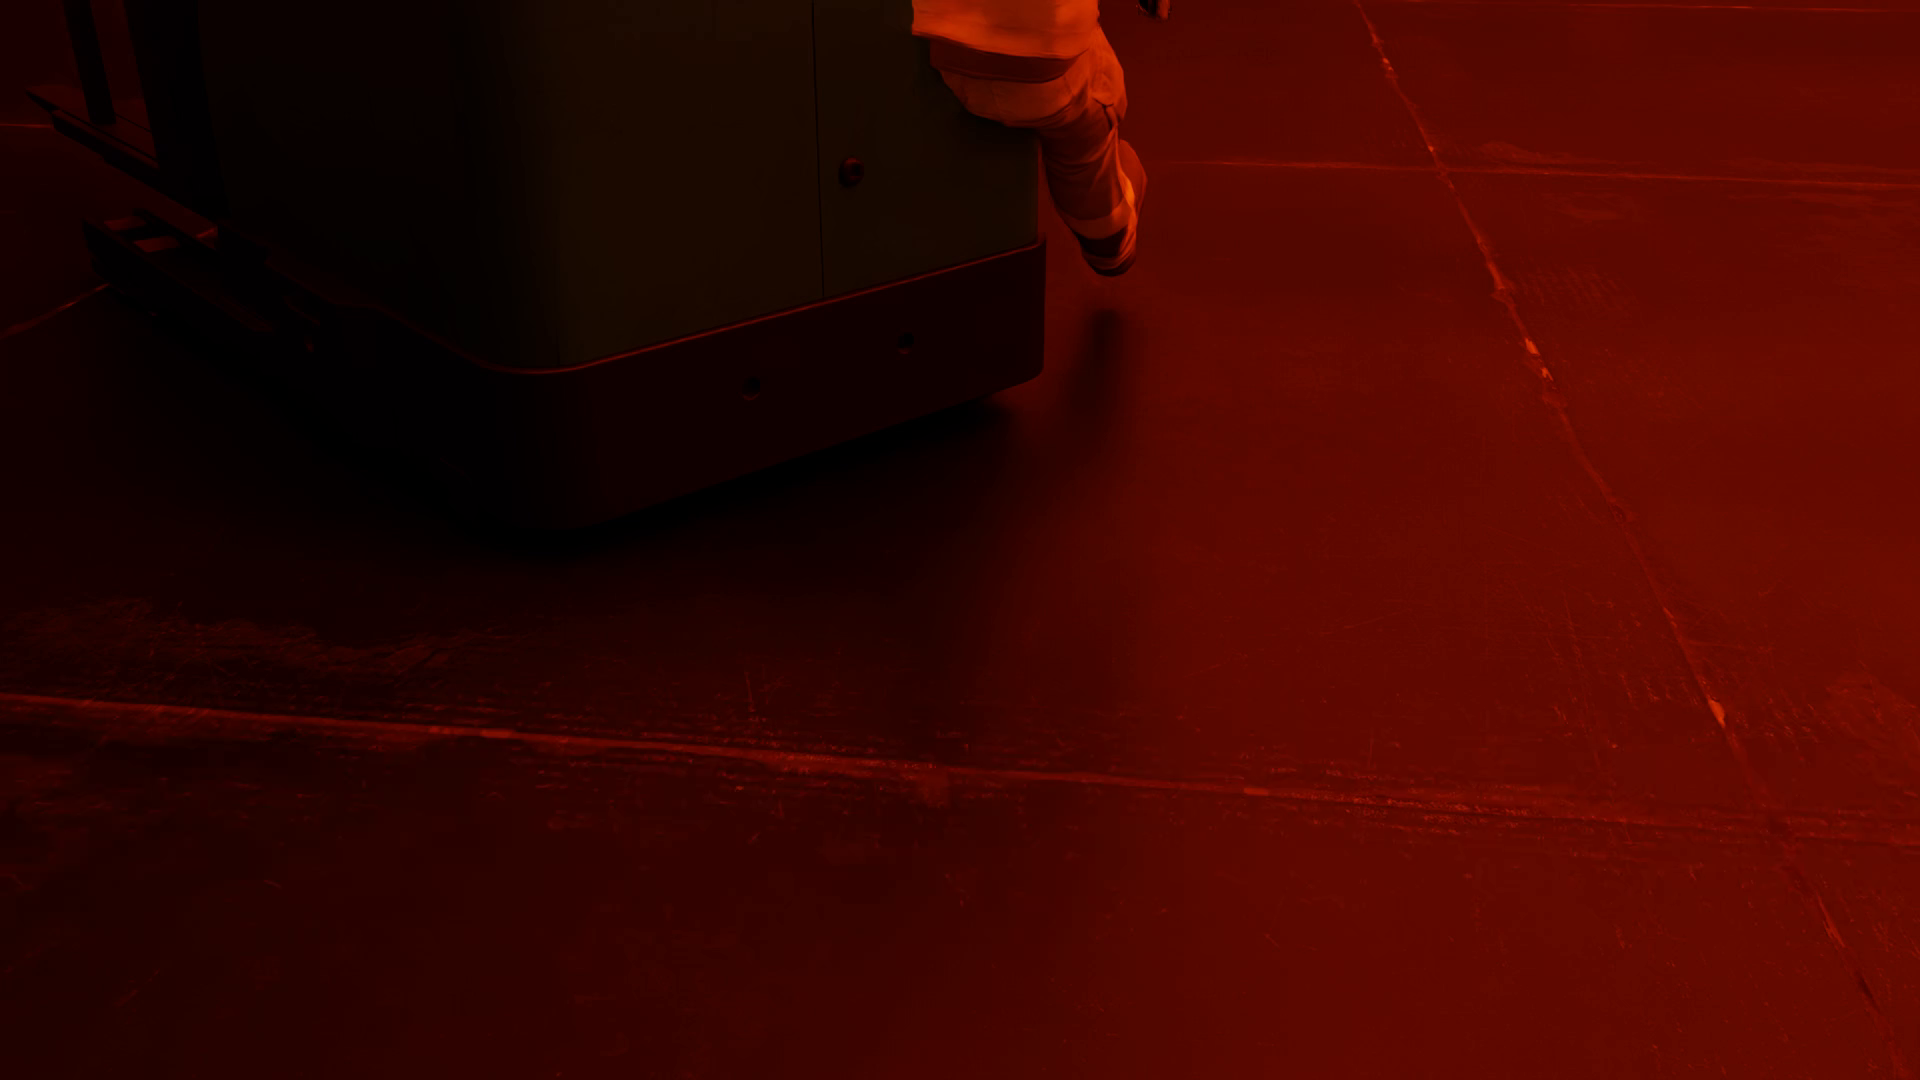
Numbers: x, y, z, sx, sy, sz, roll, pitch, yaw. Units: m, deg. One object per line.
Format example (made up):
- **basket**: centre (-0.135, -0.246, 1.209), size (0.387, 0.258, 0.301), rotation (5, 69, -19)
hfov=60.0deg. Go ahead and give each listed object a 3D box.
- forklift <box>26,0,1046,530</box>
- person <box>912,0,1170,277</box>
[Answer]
- **forklift**: centre (-1.207, -1.901, 3.027), size (1.130, 2.935, 3.031), rotation (-22, 34, -37)
- **person**: centre (-0.108, -0.993, 2.852), size (1.102, 1.421, 1.069), rotation (-2, 27, -4)
